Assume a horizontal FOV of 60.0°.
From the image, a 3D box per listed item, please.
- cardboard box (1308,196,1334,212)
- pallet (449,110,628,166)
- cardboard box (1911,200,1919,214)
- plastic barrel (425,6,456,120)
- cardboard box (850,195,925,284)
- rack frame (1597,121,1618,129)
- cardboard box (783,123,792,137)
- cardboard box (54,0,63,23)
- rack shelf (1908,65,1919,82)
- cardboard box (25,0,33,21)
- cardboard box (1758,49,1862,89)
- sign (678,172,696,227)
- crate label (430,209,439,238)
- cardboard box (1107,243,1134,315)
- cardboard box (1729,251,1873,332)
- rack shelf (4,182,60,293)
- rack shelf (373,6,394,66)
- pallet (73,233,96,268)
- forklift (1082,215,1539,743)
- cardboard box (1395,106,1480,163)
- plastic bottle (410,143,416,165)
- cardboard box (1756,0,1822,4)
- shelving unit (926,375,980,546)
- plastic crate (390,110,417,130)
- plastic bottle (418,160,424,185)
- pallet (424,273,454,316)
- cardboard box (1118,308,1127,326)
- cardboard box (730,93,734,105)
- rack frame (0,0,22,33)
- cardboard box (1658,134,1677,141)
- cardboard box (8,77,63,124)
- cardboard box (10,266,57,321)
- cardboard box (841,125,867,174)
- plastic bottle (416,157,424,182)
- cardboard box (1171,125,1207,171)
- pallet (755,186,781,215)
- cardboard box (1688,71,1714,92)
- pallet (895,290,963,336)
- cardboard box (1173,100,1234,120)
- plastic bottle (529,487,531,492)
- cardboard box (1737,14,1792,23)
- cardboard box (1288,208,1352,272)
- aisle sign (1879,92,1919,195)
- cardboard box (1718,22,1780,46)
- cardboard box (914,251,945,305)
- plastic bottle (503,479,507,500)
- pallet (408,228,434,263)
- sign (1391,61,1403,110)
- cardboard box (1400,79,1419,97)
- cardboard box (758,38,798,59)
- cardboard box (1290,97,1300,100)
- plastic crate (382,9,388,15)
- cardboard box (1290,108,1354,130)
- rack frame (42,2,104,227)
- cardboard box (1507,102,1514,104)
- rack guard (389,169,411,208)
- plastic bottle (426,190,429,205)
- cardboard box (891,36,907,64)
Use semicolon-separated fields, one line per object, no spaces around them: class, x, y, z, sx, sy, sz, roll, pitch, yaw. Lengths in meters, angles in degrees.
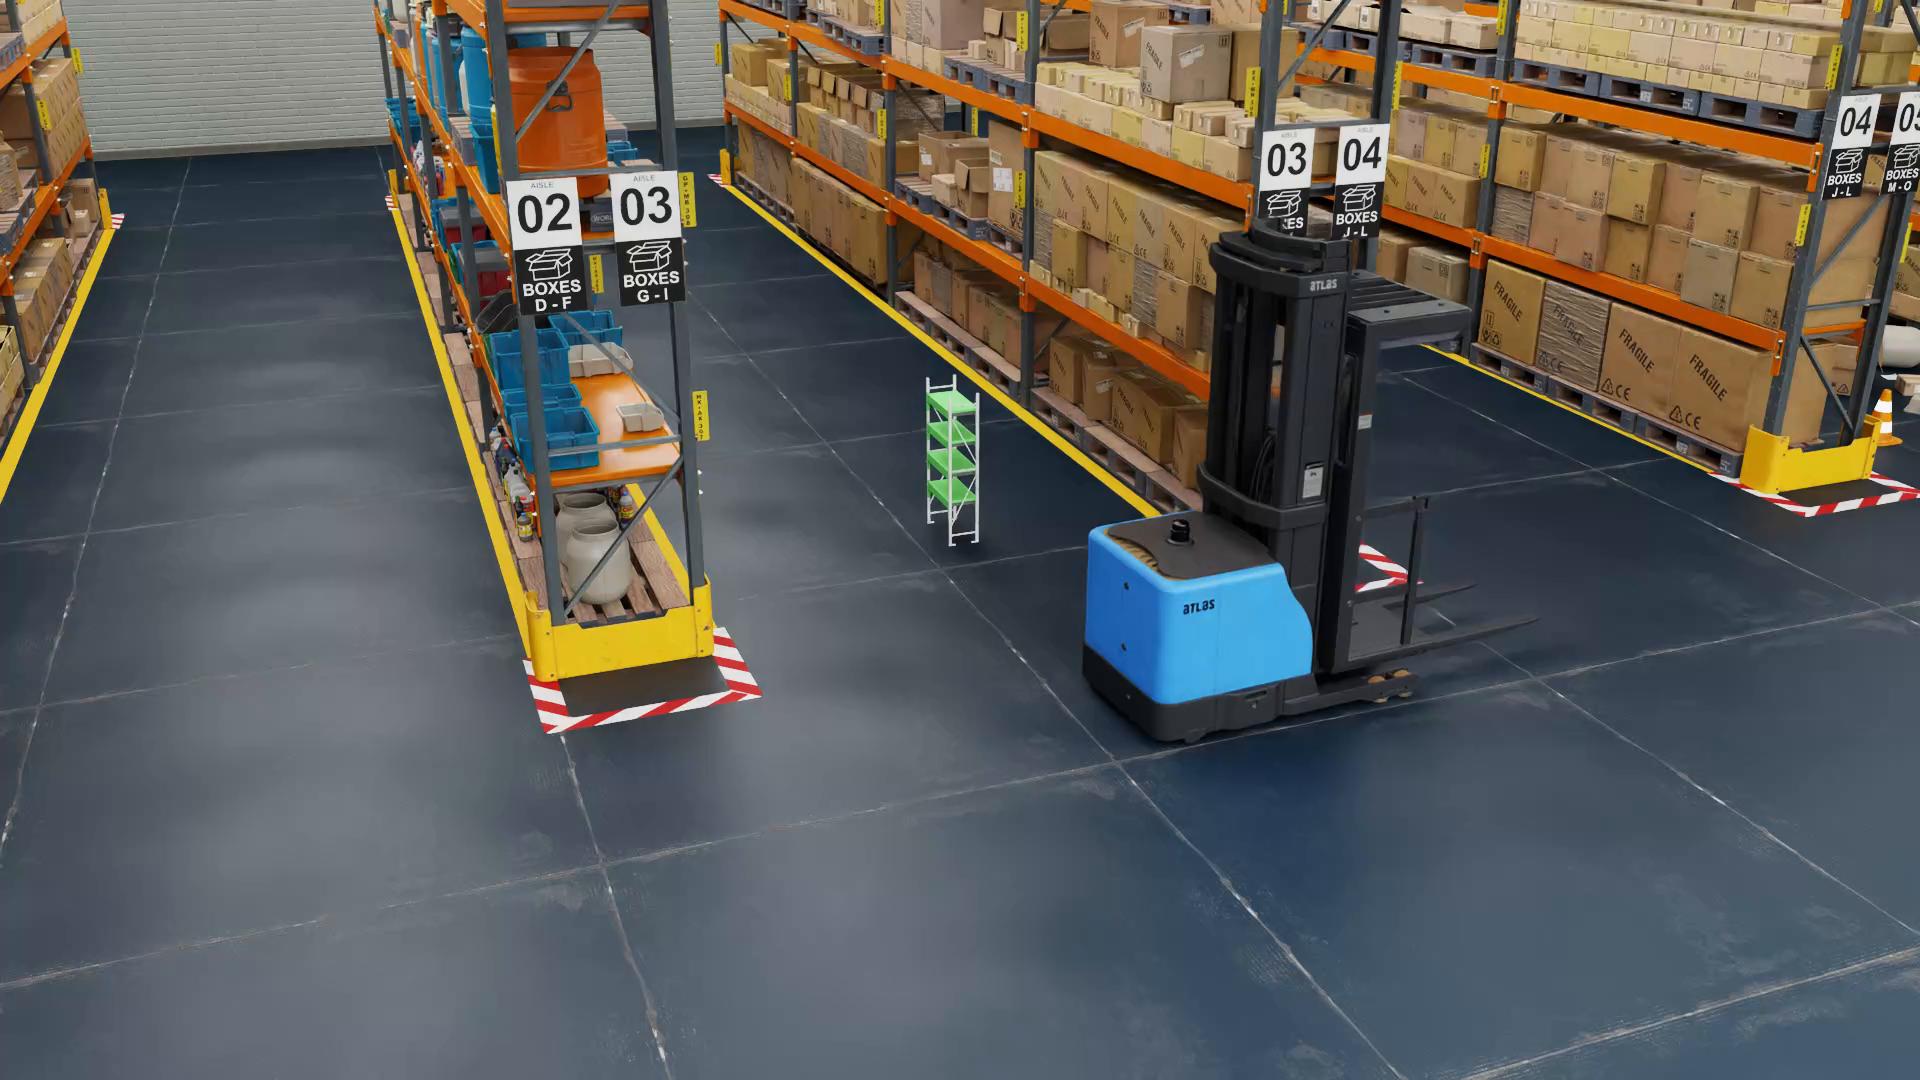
cardboard box;4.456;-3.736;20.231;1.050;0.750;0.750;-9;24;-20
pallet;-3.225;-3.082;12.705;1.213;0.211;1.003;-8;24;-19
cardboard box;10.405;-3.624;17.932;0.380;0.149;0.250;-8;24;-19
plastic barrel;-4.185;-4.042;14.093;0.600;0.901;0.600;0;23;0
cardboard box;-0.575;-3.637;19.835;1.225;0.875;0.875;-10;25;-21
rack frame;8.920;-5.528;22.128;1.000;3.000;0.127;-8;24;-19
cardboard box;-2.178;-5.572;22.555;0.380;0.149;0.250;-8;24;-19
cardboard box;-12.018;-6.880;21.666;0.500;0.250;0.500;-8;24;-19
rack shelf;11.040;-4.399;16.513;1.077;0.370;4.000;-8;24;-19
cardboard box;-11.150;-6.200;19.409;0.500;0.250;0.500;-8;24;-19
cardboard box;6.717;-3.735;13.152;0.500;0.250;0.500;-8;24;-18
sign;-1.642;-2.042;9.984;0.100;0.325;0.005;-8;24;-19
crate label;-5.186;-3.207;16.837;0.303;0.233;0.416;-8;24;-19
cardboard box;1.716;-2.185;13.683;0.875;0.500;0.500;-8;24;-19
cardboard box;6.978;-2.103;13.809;0.875;0.550;0.550;-8;24;-19
rack shelf;-10.326;-3.206;17.544;1.077;0.370;4.000;-8;24;-19
rack shelf;-7.104;-6.720;22.019;1.077;0.370;4.000;-8;24;-19
pallet;-11.709;-3.673;21.316;1.003;0.211;1.213;-8;24;-19
forklift;2.342;-0.503;10.293;3.031;2.935;1.130;-10;25;-22
cardboard box;5.195;-4.416;18.072;0.700;0.500;0.500;-8;24;-19
plastic bottle;-6.667;-4.697;20.306;0.061;0.283;0.133;-8;24;-19
cardboard box;9.628;-6.373;19.278;0.500;0.250;0.500;-8;24;-18
shelving unit;-0.058;-0.613;12.783;0.258;1.200;0.503;-8;24;-19
plastic crate;-7.566;-5.733;22.752;0.416;0.233;0.300;-8;24;-19
plastic bottle;-6.181;-4.244;19.241;0.152;0.276;0.135;-8;24;-19
pallet;-5.729;-2.927;19.547;1.003;0.211;1.213;-8;24;-19
cardboard box;1.530;-1.852;13.730;0.380;0.149;0.250;-8;24;-19
cardboard box;-3.268;-6.692;25.213;0.380;0.149;0.250;-9;24;-20
rack frame;-11.033;-7.029;17.963;1.000;3.000;0.127;-8;24;-19
cardboard box;9.061;-5.147;21.005;0.380;0.149;0.250;-8;24;-19
cardboard box;-11.300;-5.355;20.301;0.500;0.500;0.500;-9;25;-21
cardboard box;-10.065;-2.628;17.898;0.500;0.500;0.500;-9;25;-21
cardboard box;-1.114;-4.730;20.106;0.500;0.500;0.500;-9;25;-21
plastic bottle;-6.263;-4.328;19.441;0.152;0.276;0.135;-8;24;-19
cardboard box;1.888;-2.896;12.214;0.500;0.250;0.500;-8;24;-19
pallet;-2.394;-5.068;24.626;1.003;0.211;1.213;-8;24;-19
cardboard box;6.357;-3.856;13.952;0.380;0.149;0.250;-9;24;-20
pallet;-0.076;-2.599;18.769;1.003;0.211;1.213;-8;24;-19
cardboard box;1.822;-3.207;12.437;0.380;0.149;0.250;-8;24;-18
plastic bottle;-3.294;-0.340;12.856;0.097;0.201;0.097;0;23;0
cardboard box;6.883;-4.406;14.231;0.380;0.149;0.250;-9;24;-20
cardboard box;2.536;-2.143;12.297;0.500;0.500;0.500;-8;24;-19
aisle sign;7.457;-3.119;13.064;0.394;0.787;0.004;-8;24;-19
cardboard box;6.444;-4.133;13.582;0.380;0.149;0.250;-8;24;-18
cardboard box;-0.095;-2.979;18.731;0.700;0.500;0.500;-10;25;-22
plastic bottle;-3.530;-0.424;13.054;0.097;0.201;0.097;0;23;0
pallet;-6.694;-3.919;21.901;1.003;0.211;1.213;-8;24;-19
sign;2.983;-3.121;11.430;0.100;0.325;0.005;-8;24;-19
cardboard box;7.104;-7.161;25.873;0.500;0.500;0.500;-8;24;-19
cardboard box;-2.759;-7.348;25.290;0.500;0.500;0.500;-8;24;-18
cardboard box;4.163;-5.546;21.186;0.380;0.149;0.250;-8;24;-19
plastic crate;-7.018;-6.535;20.869;0.416;0.233;0.300;-8;24;-19
cardboard box;2.593;-2.998;11.942;0.380;0.149;0.250;-8;24;-18
rack frame;-12.446;-5.718;22.577;1.000;3.000;0.127;-8;24;-19
cardboard box;7.943;-6.388;23.718;0.500;0.250;0.500;-9;25;-21
rack guard;-7.831;-5.251;24.688;1.175;0.500;0.348;-8;24;-19
plastic bottle;-5.804;-3.791;18.262;0.097;0.201;0.097;0;23;0
cardboard box;-0.423;-5.276;17.860;0.500;0.250;0.500;-8;24;-18
